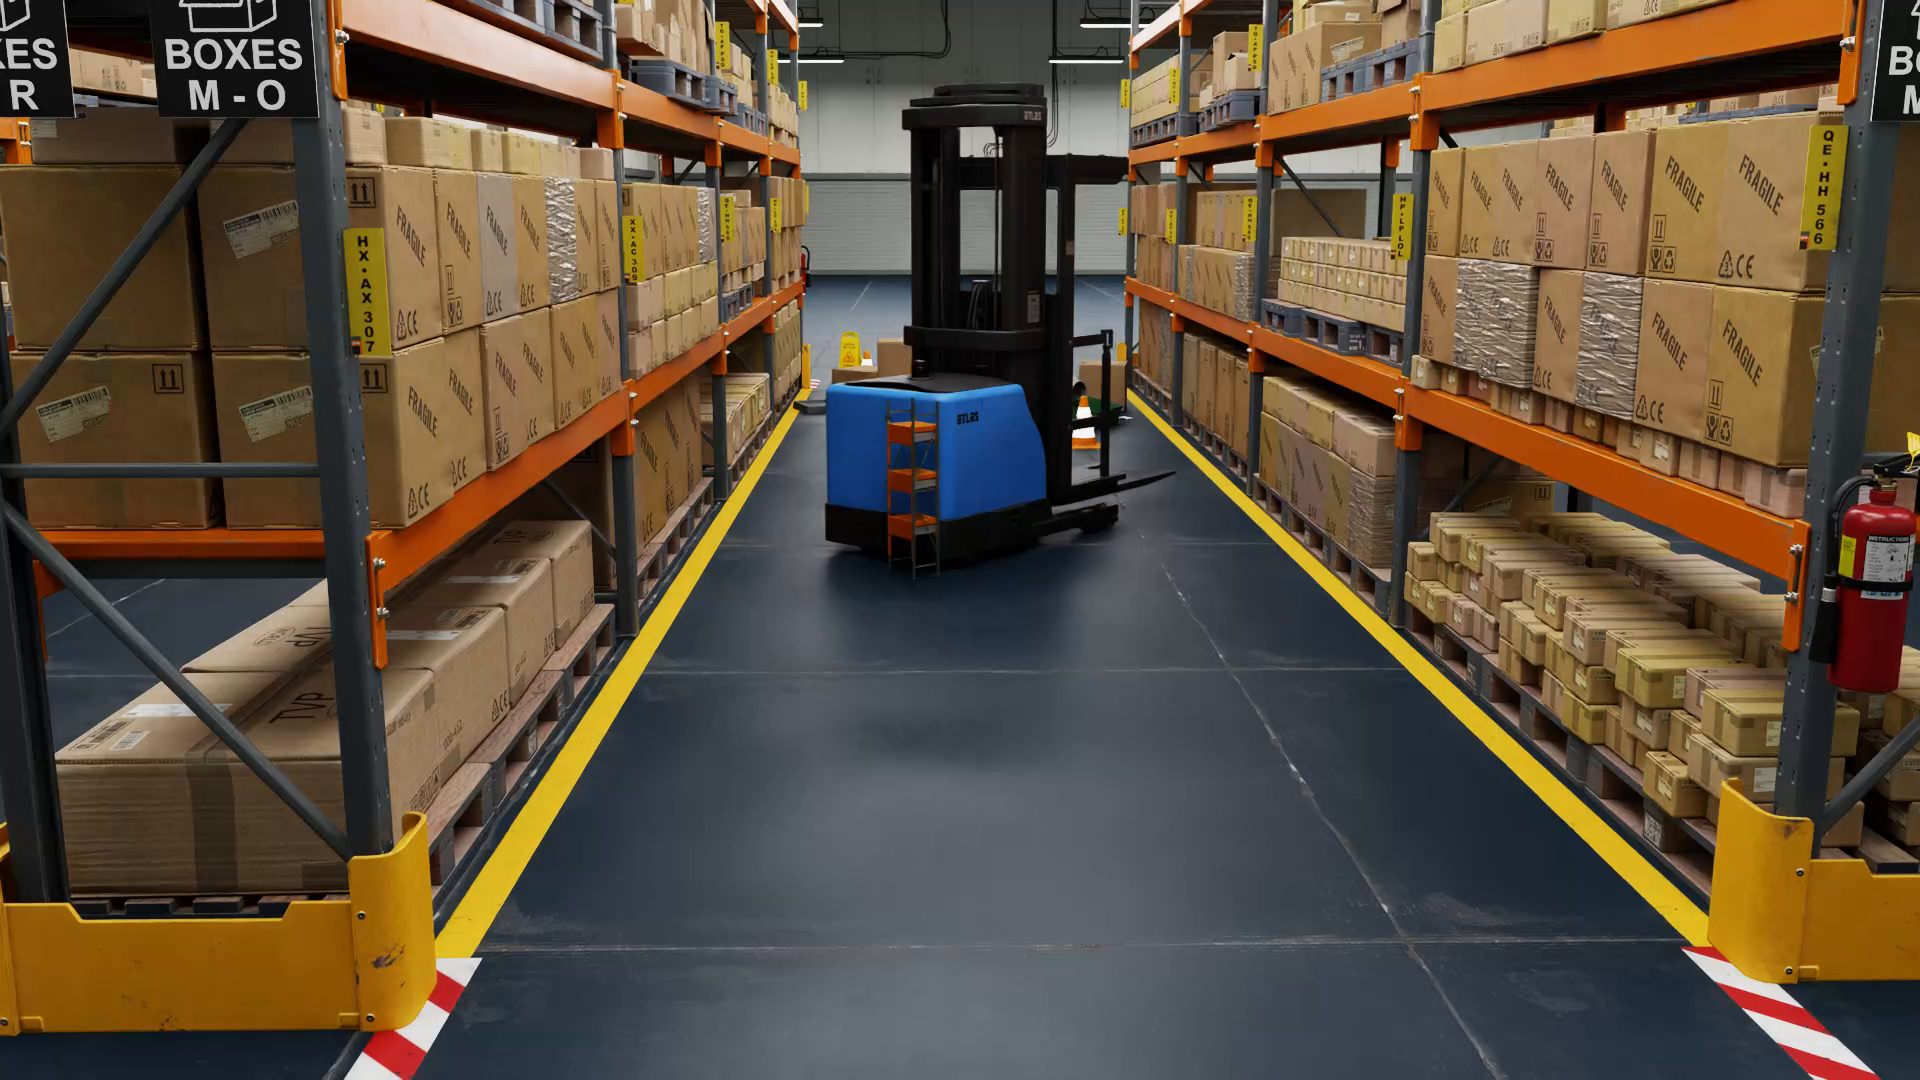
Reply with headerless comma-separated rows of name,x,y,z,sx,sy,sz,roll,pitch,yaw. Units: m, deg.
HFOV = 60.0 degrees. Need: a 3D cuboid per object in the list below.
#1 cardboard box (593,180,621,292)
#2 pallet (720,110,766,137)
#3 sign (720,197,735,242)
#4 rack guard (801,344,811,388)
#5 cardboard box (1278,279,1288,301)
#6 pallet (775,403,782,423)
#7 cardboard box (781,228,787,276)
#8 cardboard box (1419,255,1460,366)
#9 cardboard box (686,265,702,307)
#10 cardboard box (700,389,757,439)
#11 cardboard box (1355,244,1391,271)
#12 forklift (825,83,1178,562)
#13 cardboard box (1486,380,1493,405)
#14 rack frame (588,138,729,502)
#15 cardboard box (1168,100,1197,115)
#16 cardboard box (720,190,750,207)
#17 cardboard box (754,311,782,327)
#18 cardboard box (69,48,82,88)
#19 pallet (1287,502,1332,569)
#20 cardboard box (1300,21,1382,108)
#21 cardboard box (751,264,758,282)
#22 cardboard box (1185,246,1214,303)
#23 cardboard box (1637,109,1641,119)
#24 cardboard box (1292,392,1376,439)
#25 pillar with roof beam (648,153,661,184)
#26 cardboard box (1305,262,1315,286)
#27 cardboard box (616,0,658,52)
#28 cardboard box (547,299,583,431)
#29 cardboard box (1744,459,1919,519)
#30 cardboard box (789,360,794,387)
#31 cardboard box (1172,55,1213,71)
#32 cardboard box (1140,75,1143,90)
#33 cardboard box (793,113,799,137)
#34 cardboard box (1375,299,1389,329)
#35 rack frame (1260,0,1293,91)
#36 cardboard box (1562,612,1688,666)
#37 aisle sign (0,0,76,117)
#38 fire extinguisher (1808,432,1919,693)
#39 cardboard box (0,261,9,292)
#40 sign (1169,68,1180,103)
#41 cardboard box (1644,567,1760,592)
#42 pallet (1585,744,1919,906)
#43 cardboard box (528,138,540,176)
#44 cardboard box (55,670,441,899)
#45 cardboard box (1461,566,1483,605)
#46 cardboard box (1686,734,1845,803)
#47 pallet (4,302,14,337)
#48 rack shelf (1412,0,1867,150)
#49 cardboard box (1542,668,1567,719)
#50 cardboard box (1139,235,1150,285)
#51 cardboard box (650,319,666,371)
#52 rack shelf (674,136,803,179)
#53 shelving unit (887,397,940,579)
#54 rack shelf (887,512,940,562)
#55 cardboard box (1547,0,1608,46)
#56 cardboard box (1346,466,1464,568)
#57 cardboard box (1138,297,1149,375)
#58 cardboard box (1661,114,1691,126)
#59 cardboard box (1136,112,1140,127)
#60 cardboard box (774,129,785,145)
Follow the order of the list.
cardboard box,-1.882,-1.418,7.736,0.500,0.500,0.500,0,11,-2
pallet,-2.427,-3.816,15.254,1.213,0.211,1.003,0,11,-1
sign,-1.696,-2.337,12.120,0.100,0.325,0.005,0,11,-1
rack guard,-2.414,-2.116,20.234,1.175,0.500,0.348,0,11,-1
cardboard box,2.504,-1.800,11.961,0.380,0.149,0.250,0,11,-2
pallet,-2.382,-1.328,17.075,1.003,0.211,1.213,0,11,-1
cardboard box,-2.095,-3.044,17.521,0.500,0.500,0.500,0,11,-2
cardboard box,2.537,-1.107,7.971,0.500,0.500,0.500,0,11,-2
cardboard box,-1.941,-1.639,10.713,0.500,0.250,0.500,-1,11,-3
cardboard box,-2.285,-1.094,14.460,0.950,0.372,0.625,0,11,1
cardboard box,2.559,-1.671,9.829,0.380,0.149,0.250,-1,11,-3
forklift,0.439,-1.541,11.283,1.130,2.935,3.031,9,14,37
cardboard box,2.595,-0.673,7.464,0.380,0.149,0.250,-1,11,-4
rack frame,-2.250,-1.766,12.221,1.000,3.000,0.127,0,11,-1
cardboard box,2.281,-4.325,16.612,0.380,0.149,0.250,0,11,0
cardboard box,-2.041,-2.998,14.604,0.380,0.149,0.250,-1,11,-4
cardboard box,-2.018,-2.249,16.940,0.380,0.149,0.250,0,11,0
cardboard box,-6.984,-3.664,12.472,0.500,0.500,0.500,0,11,-1
pallet,2.733,-0.043,10.739,1.003,0.211,1.213,0,11,-1
cardboard box,2.475,-3.012,10.568,0.500,0.500,0.500,0,11,-1
cardboard box,-2.009,-2.389,14.865,0.380,0.149,0.250,0,11,-1
cardboard box,2.367,-2.445,15.314,0.500,0.500,0.500,0,11,-1
cardboard box,7.310,-4.467,17.363,0.380,0.149,0.250,0,11,1
cardboard box,2.477,-0.818,10.890,0.500,0.250,0.500,0,11,-1
pillar with roof beam,-4.581,-12.115,48.140,9.100,9.000,0.548,0,11,-1
cardboard box,2.528,-1.781,11.122,0.380,0.149,0.250,0,11,-1
cardboard box,-1.896,-2.872,8.821,0.500,0.500,0.500,0,11,-2
cardboard box,-1.861,-0.727,6.846,0.500,0.500,0.500,0,11,-2
cardboard box,2.572,-0.157,4.920,0.380,0.149,0.250,0,11,-1
cardboard box,-2.111,-1.848,18.484,0.500,0.250,0.500,-1,11,-3
cardboard box,2.288,-4.666,16.287,0.380,0.149,0.250,0,11,-2
cardboard box,2.234,-5.171,18.777,0.380,0.149,0.250,0,11,-1
cardboard box,-2.136,-4.798,19.251,0.500,0.250,0.500,0,11,-2
cardboard box,2.564,-1.274,9.368,0.380,0.149,0.250,0,11,-1
rack frame,2.696,-4.747,11.824,1.000,3.000,0.127,0,11,-1
cardboard box,2.514,0.373,6.293,0.380,0.149,0.250,0,11,1
aisle sign,-2.394,-1.434,4.047,0.394,0.787,0.004,0,11,-1
fire extinguisher,2.406,0.056,4.370,0.296,0.674,0.183,0,11,-1
cardboard box,-6.953,-2.006,12.522,0.500,0.250,0.500,0,11,-1
sign,2.059,-4.361,15.969,0.100,0.325,0.005,0,11,-1
cardboard box,3.147,0.217,7.064,0.380,0.149,0.250,-1,11,-3
pallet,2.879,0.973,5.730,1.003,0.211,1.213,0,11,-1
cardboard box,-1.880,-1.514,6.579,0.380,0.149,0.250,0,11,-2
cardboard box,-2.199,0.743,5.240,0.875,0.438,0.875,-1,11,-3
cardboard box,2.603,0.206,7.867,0.380,0.149,0.250,0,11,-1
cardboard box,2.566,0.725,5.305,0.380,0.149,0.250,-1,11,-3
pallet,-7.129,-1.517,11.473,1.213,0.211,1.003,0,11,-1
rack shelf,2.820,-1.732,6.315,1.077,0.370,4.000,0,11,-1
cardboard box,2.545,0.614,6.604,0.380,0.149,0.250,0,11,0
cardboard box,2.503,-3.176,18.792,0.875,0.550,0.550,0,11,-1
cardboard box,-1.925,-1.089,9.260,0.500,0.250,0.500,-1,11,-3
rack shelf,-2.374,-4.076,17.873,1.077,0.370,4.000,0,11,-1
shelving unit,-0.279,-0.311,9.953,0.215,1.050,0.252,-9,15,-38
rack shelf,-0.279,-0.029,10.010,0.215,0.259,0.240,-9,15,-38
cardboard box,2.543,-2.008,6.245,0.500,0.250,0.500,0,11,1
cardboard box,2.512,-0.138,9.428,0.500,0.500,0.500,0,11,-2
cardboard box,2.611,-2.427,19.765,0.875,0.875,0.875,0,11,-1
cardboard box,7.304,-4.088,16.499,0.500,0.250,0.500,0,11,1
cardboard box,2.228,-4.829,19.096,0.380,0.149,0.250,0,11,-1
cardboard box,-2.033,-4.228,17.442,0.380,0.149,0.250,0,11,-2
